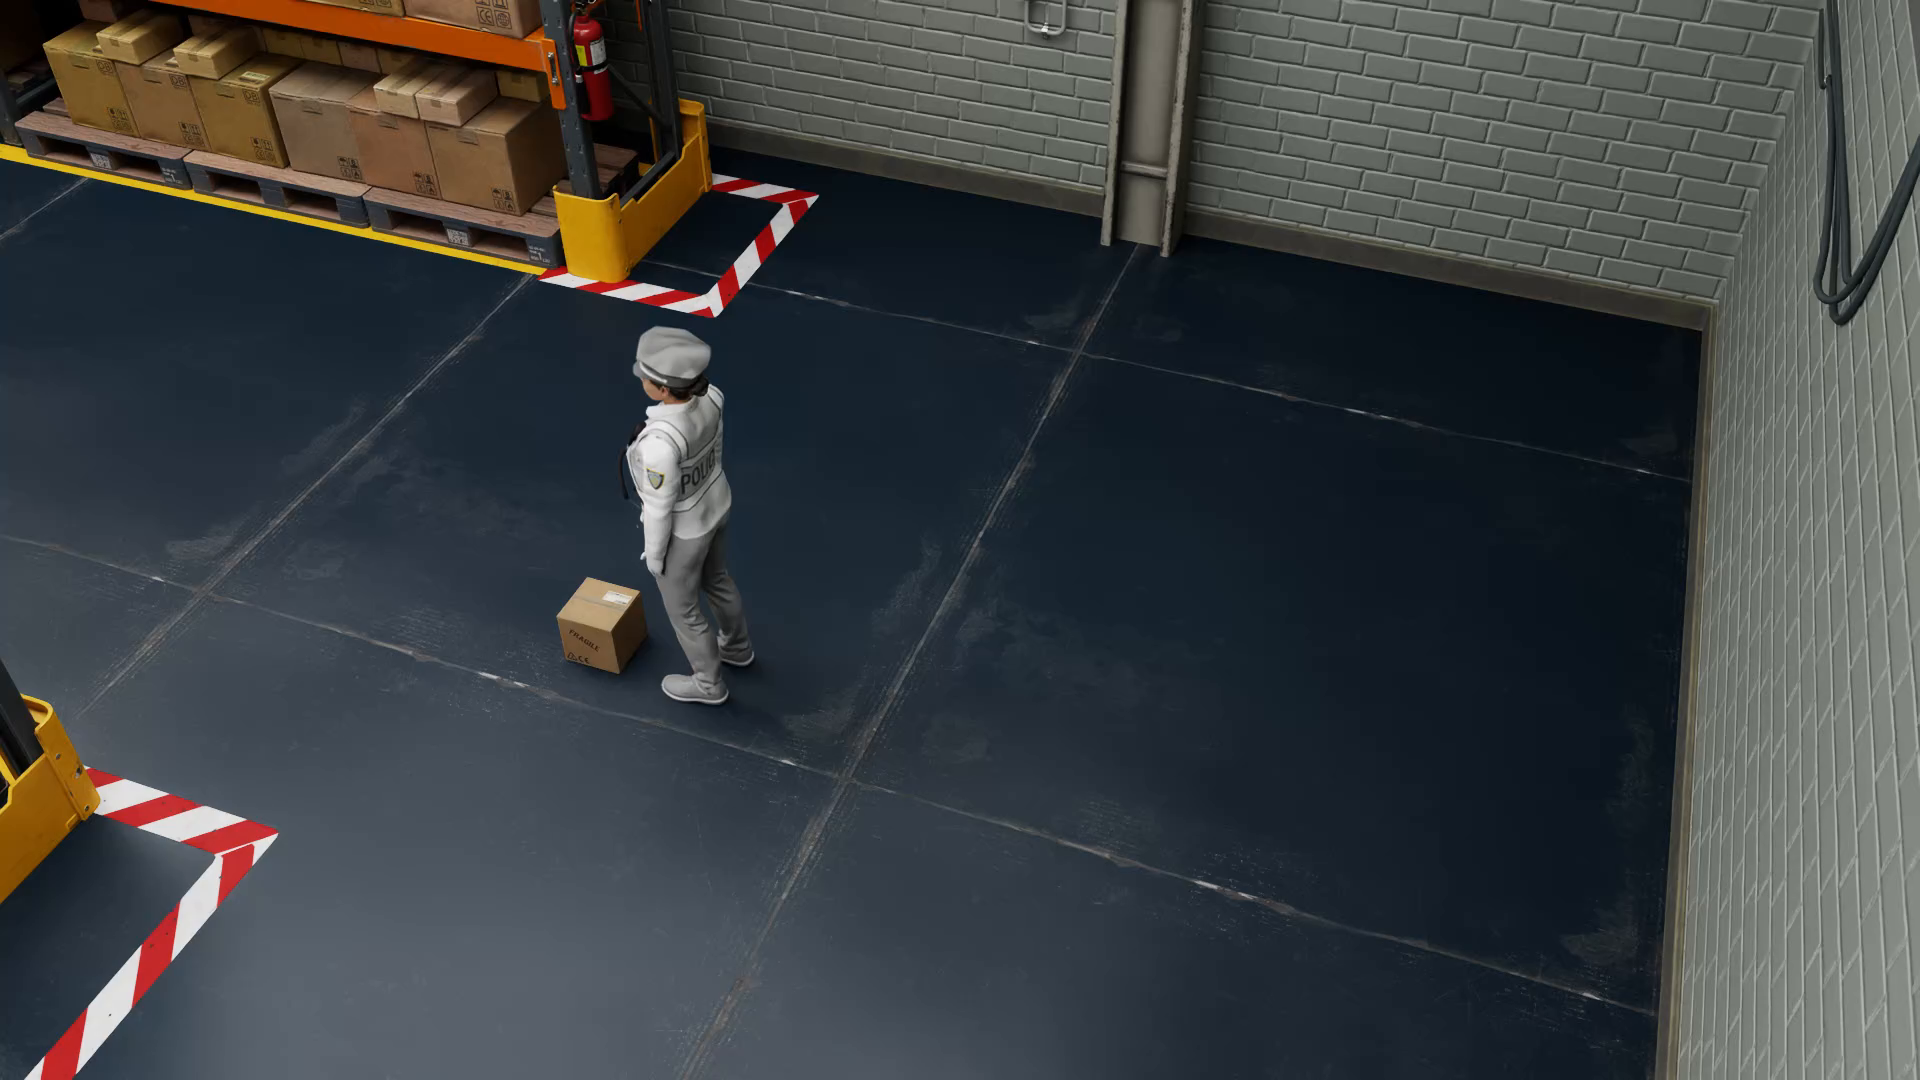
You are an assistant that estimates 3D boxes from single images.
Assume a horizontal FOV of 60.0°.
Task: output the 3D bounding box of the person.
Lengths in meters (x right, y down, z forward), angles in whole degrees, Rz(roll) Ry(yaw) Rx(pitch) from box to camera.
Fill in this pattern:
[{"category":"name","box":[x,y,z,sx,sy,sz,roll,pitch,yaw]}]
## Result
[{"category":"person","box":[-1.027,-0.065,6.220,0.345,1.681,0.469,15,44,16]}]
